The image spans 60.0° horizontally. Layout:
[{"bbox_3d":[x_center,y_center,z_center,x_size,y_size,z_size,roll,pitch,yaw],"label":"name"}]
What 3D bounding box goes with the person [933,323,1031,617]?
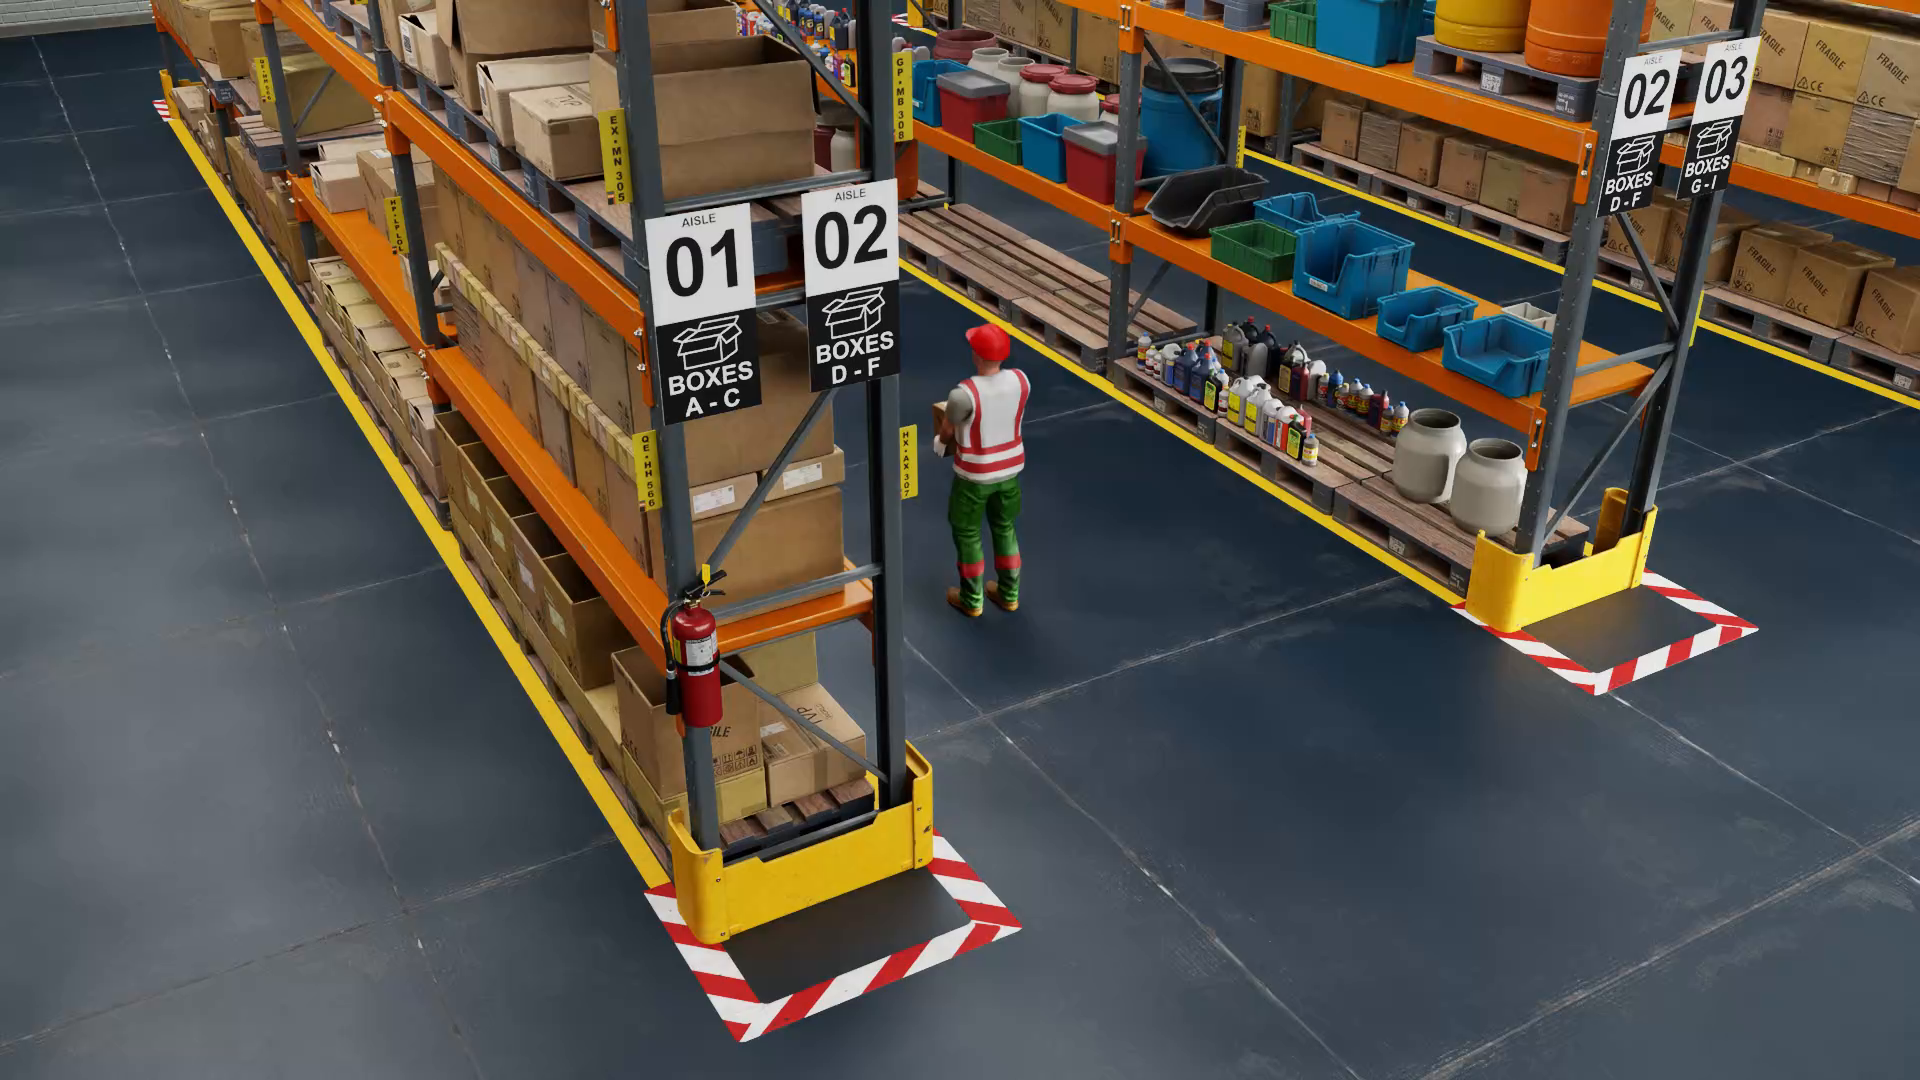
[{"bbox_3d":[0.094,-0.422,9.315,0.494,1.784,0.556,-15,32,-25],"label":"person"}]
